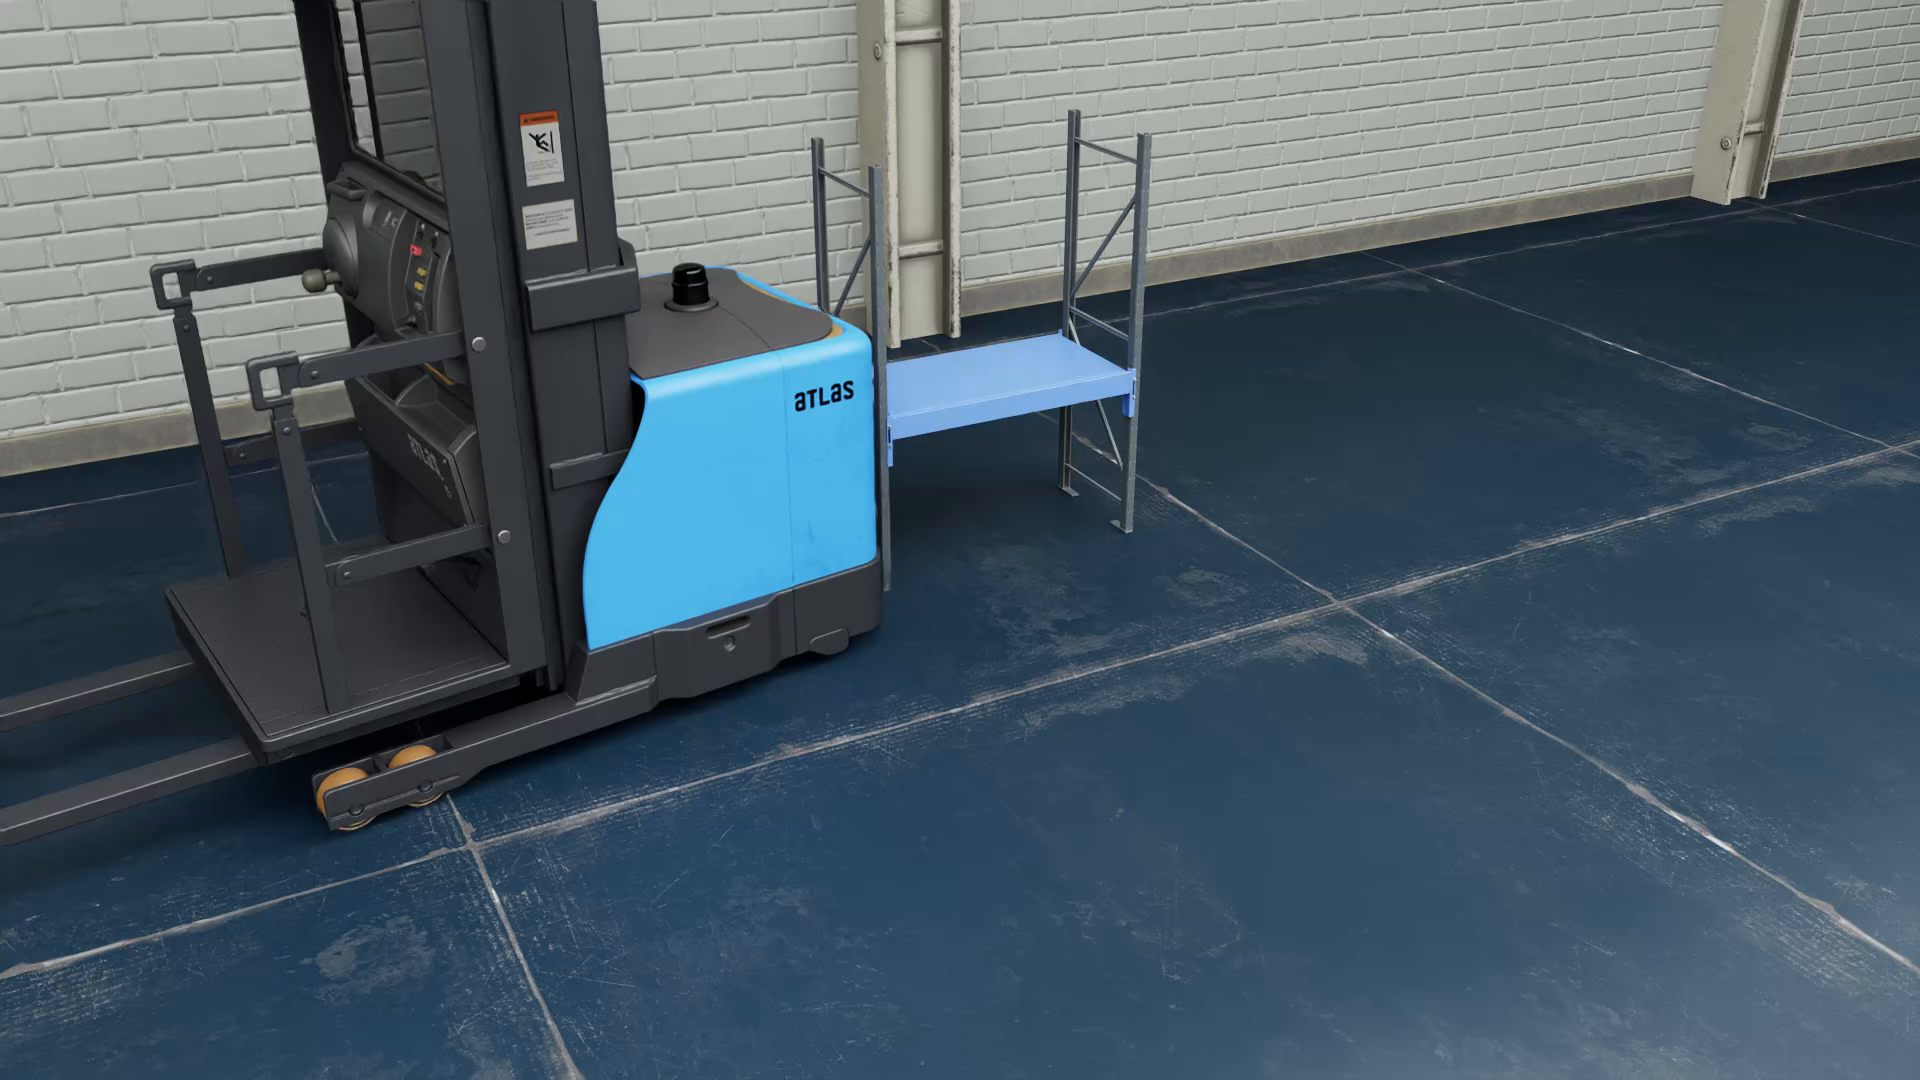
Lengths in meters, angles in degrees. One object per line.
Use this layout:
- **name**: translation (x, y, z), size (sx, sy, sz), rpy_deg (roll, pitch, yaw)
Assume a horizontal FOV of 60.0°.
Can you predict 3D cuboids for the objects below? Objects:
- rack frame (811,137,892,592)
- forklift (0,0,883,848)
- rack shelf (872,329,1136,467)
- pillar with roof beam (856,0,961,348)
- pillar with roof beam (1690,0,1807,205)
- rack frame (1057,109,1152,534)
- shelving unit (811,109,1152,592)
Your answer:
- **rack frame**: translation (-0.373, -0.590, 5.746), size (0.032, 1.500, 0.500), rpy_deg (-13, 29, -25)
- **forklift**: translation (-1.748, -0.782, 4.492), size (3.031, 2.935, 1.130), rpy_deg (-17, 31, -32)
- **rack shelf**: translation (0.075, -0.531, 6.039), size (1.000, 0.185, 0.538), rpy_deg (-13, 29, -25)
- **pillar with roof beam**: translation (1.785, -3.459, 3.057), size (0.400, 9.000, 9.100), rpy_deg (-13, 29, -25)
- **pillar with roof beam**: translation (7.080, -4.681, 5.602), size (0.400, 9.000, 9.100), rpy_deg (-13, 29, -25)
- **rack frame**: translation (0.524, -0.797, 6.177), size (0.032, 1.500, 0.500), rpy_deg (-13, 29, -25)
- **shelving unit**: translation (0.075, -0.693, 5.962), size (1.048, 1.500, 0.538), rpy_deg (-13, 29, -25)
